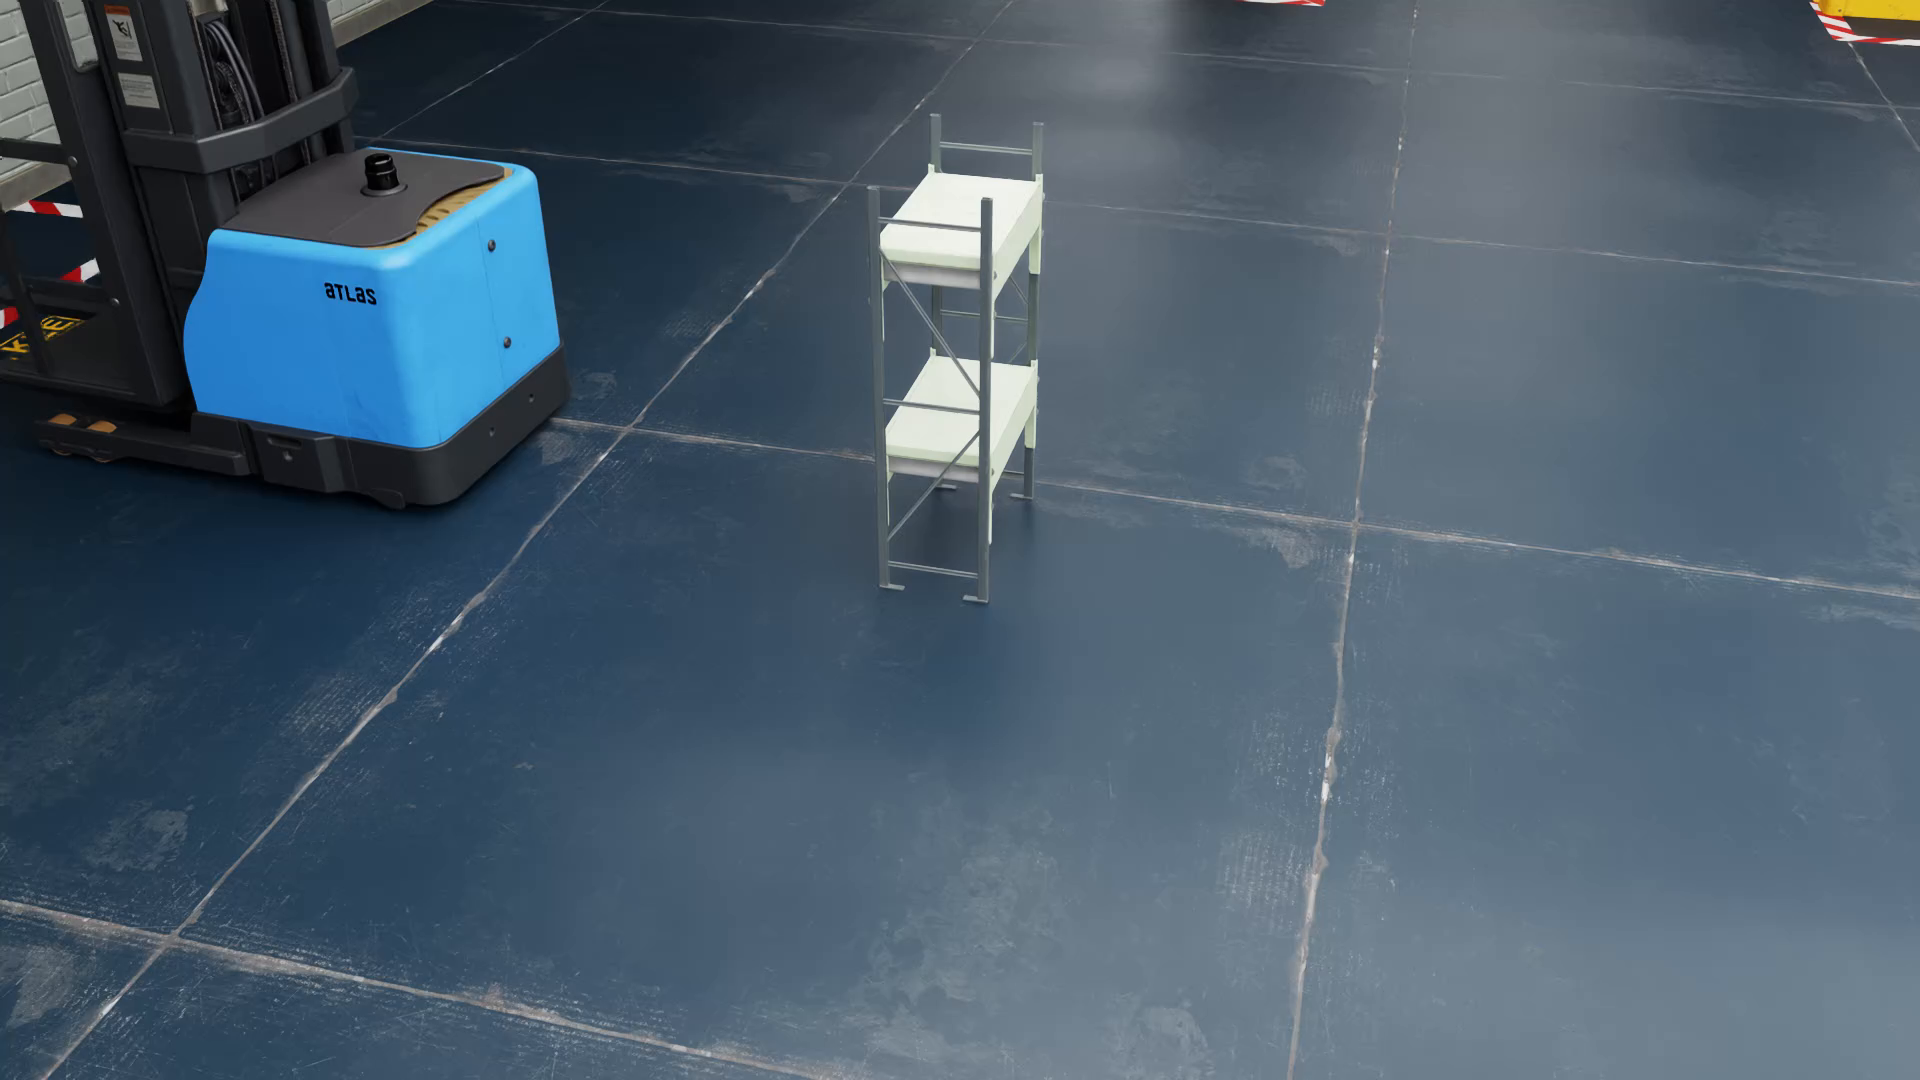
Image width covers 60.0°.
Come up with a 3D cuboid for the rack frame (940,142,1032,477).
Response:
[{"bbox_3d":[0.092,-0.819,6.141,0.380,1.308,0.010,8,33,12],"label":"rack frame"}]

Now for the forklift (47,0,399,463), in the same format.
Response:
[{"bbox_3d":[9.256,-2.742,7.891,23.555,2.867,12.119,10,34,15],"label":"forklift"}]

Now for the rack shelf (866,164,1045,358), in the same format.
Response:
[{"bbox_3d":[-0.002,-0.959,5.633,0.431,0.370,0.720,8,33,12],"label":"rack shelf"}]

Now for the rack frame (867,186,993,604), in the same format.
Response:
[{"bbox_3d":[-0.095,-0.440,5.543,0.400,1.500,0.023,8,33,12],"label":"rack frame"}]

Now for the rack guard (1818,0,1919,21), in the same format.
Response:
[{"bbox_3d":[7.060,-4.137,12.291,1.175,0.500,0.348,8,33,12],"label":"rack guard"}]

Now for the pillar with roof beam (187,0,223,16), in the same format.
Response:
[{"bbox_3d":[-0.514,-5.808,6.998,9.100,9.000,0.400,8,33,12],"label":"pillar with roof beam"}]

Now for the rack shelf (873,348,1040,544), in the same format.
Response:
[{"bbox_3d":[-0.002,-0.354,6.017,0.431,0.370,0.720,8,33,12],"label":"rack shelf"}]

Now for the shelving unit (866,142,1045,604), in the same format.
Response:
[{"bbox_3d":[-0.003,-0.628,5.839,0.431,1.500,0.748,8,33,12],"label":"shelving unit"}]
